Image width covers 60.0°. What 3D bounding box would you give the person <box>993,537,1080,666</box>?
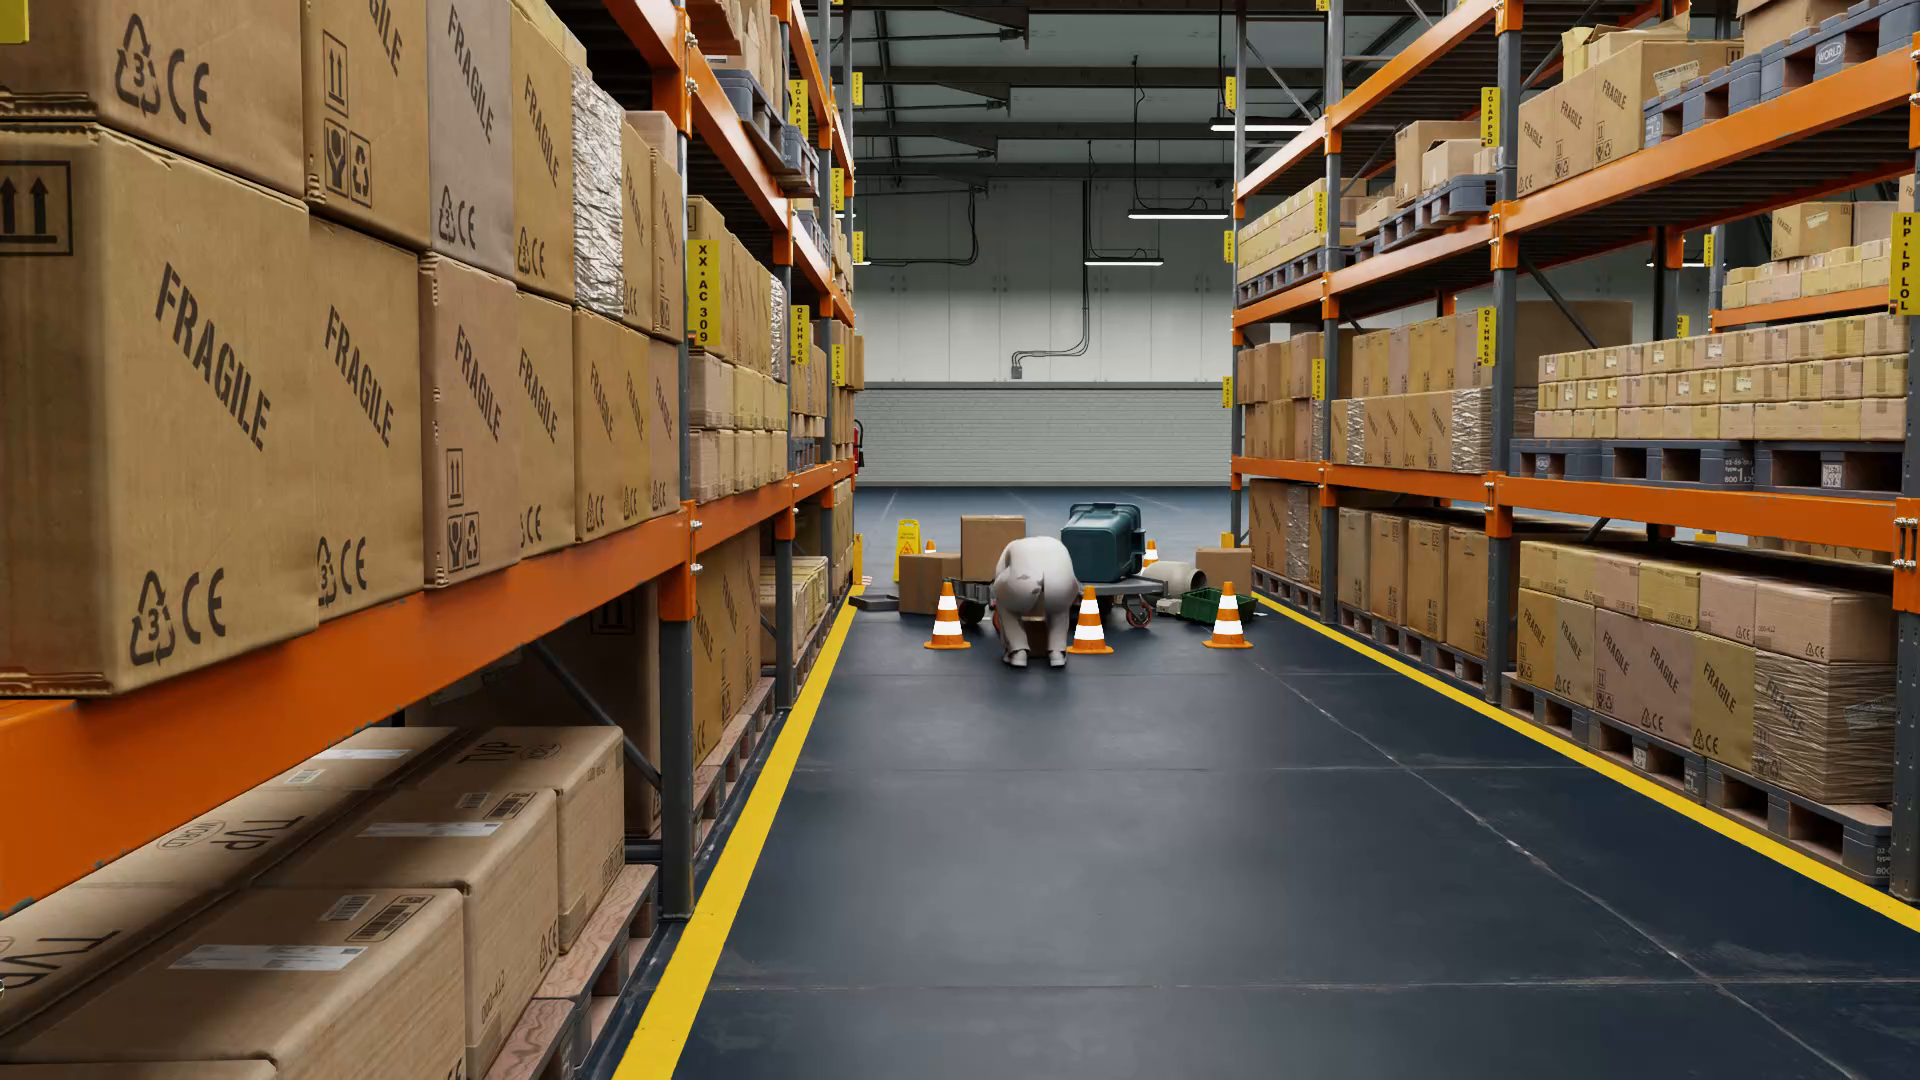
[{"bbox_3d":[0.505,0.406,11.234,0.589,0.874,0.953,0,4,-3],"label":"person"}]
